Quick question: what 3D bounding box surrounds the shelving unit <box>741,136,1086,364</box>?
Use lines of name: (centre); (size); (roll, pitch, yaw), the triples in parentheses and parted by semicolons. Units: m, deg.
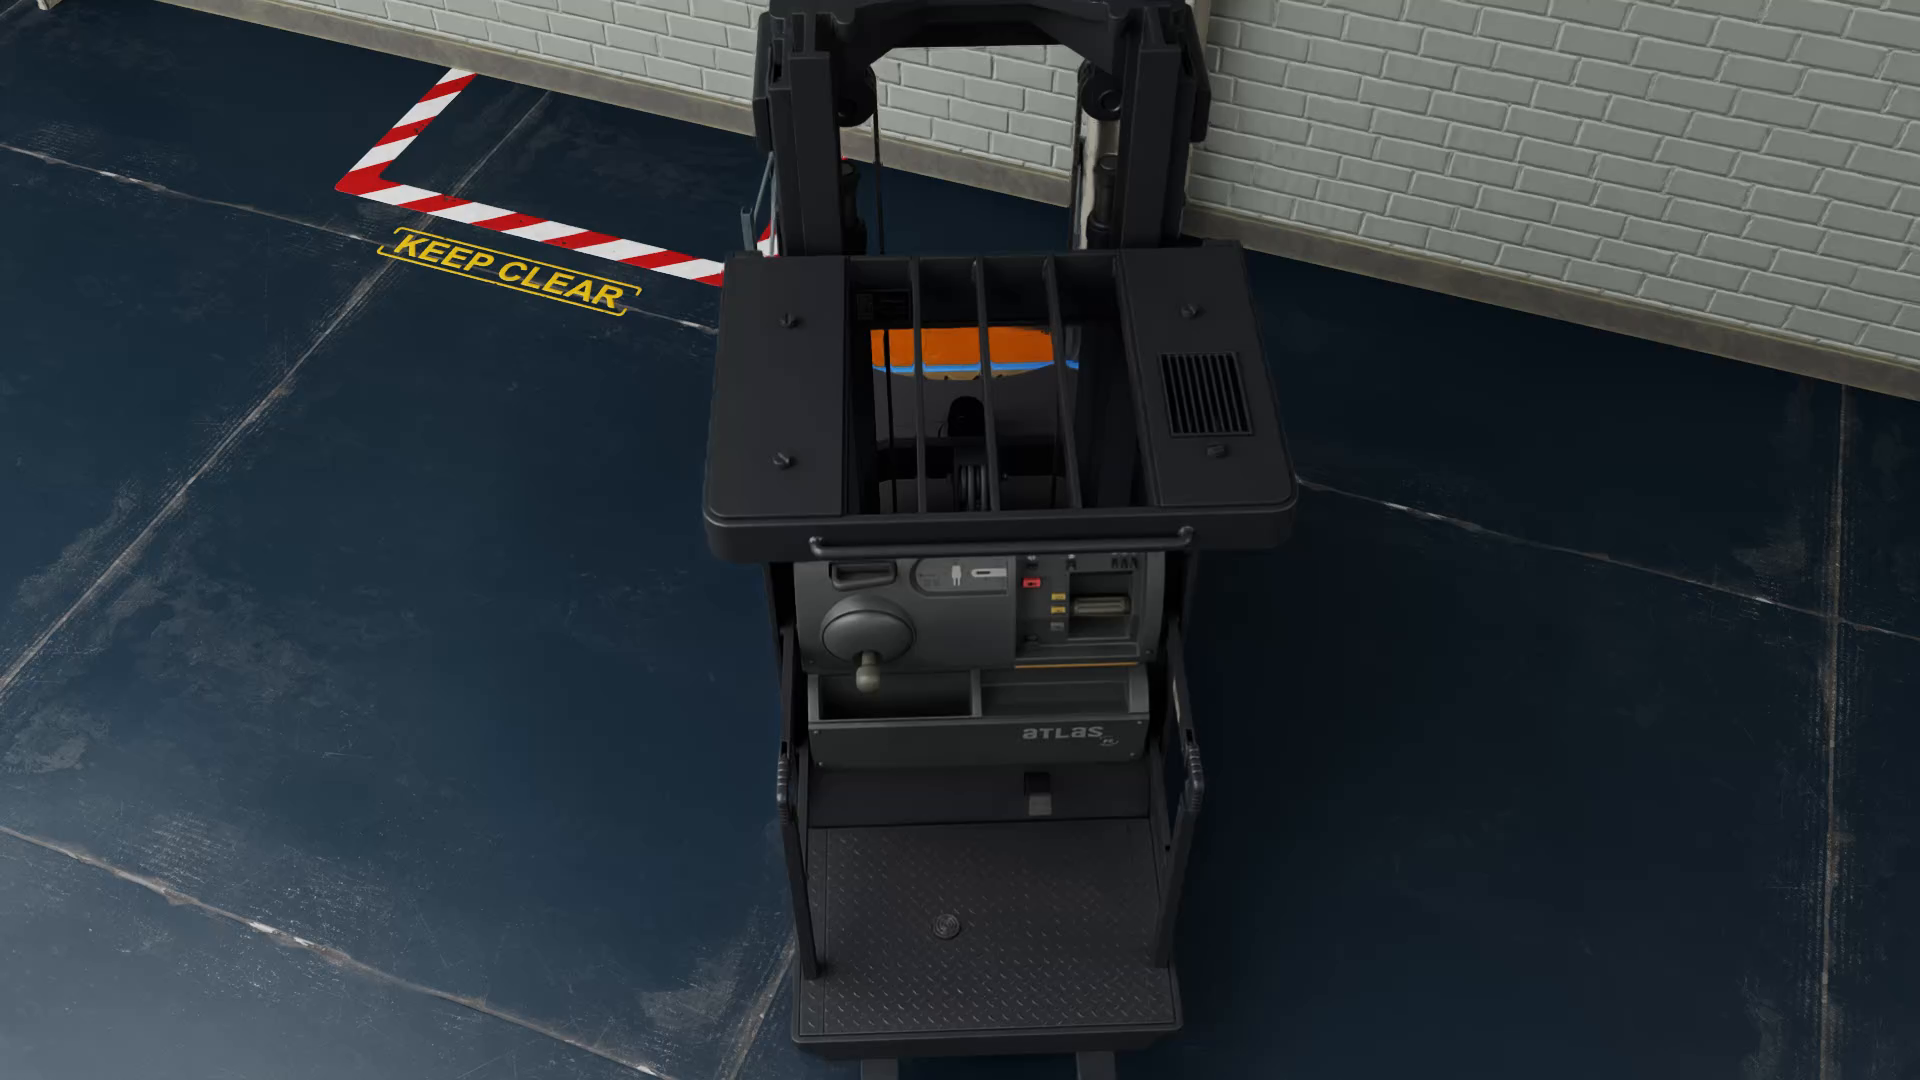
shelving unit: (-0.126, -0.666, 5.834); (1.083, 1.500, 0.587); (4, 49, 3)

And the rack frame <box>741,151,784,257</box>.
rack frame: (-0.641, -0.700, 5.864); (0.032, 1.500, 0.500); (4, 49, 3)

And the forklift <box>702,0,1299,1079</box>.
forklift: (0.061, 0.284, 4.064); (1.130, 2.935, 3.031); (-2, 49, -1)

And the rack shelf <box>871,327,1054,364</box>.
rack shelf: (-0.135, -0.548, 5.971); (1.000, 0.185, 0.538); (4, 49, 3)

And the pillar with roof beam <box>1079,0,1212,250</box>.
pillar with roof beam: (-0.732, -1.236, 1.366); (0.400, 9.000, 9.100); (16, 51, 13)

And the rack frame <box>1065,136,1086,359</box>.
rack frame: (0.372, -0.632, 5.806); (0.032, 1.500, 0.500); (4, 49, 3)
